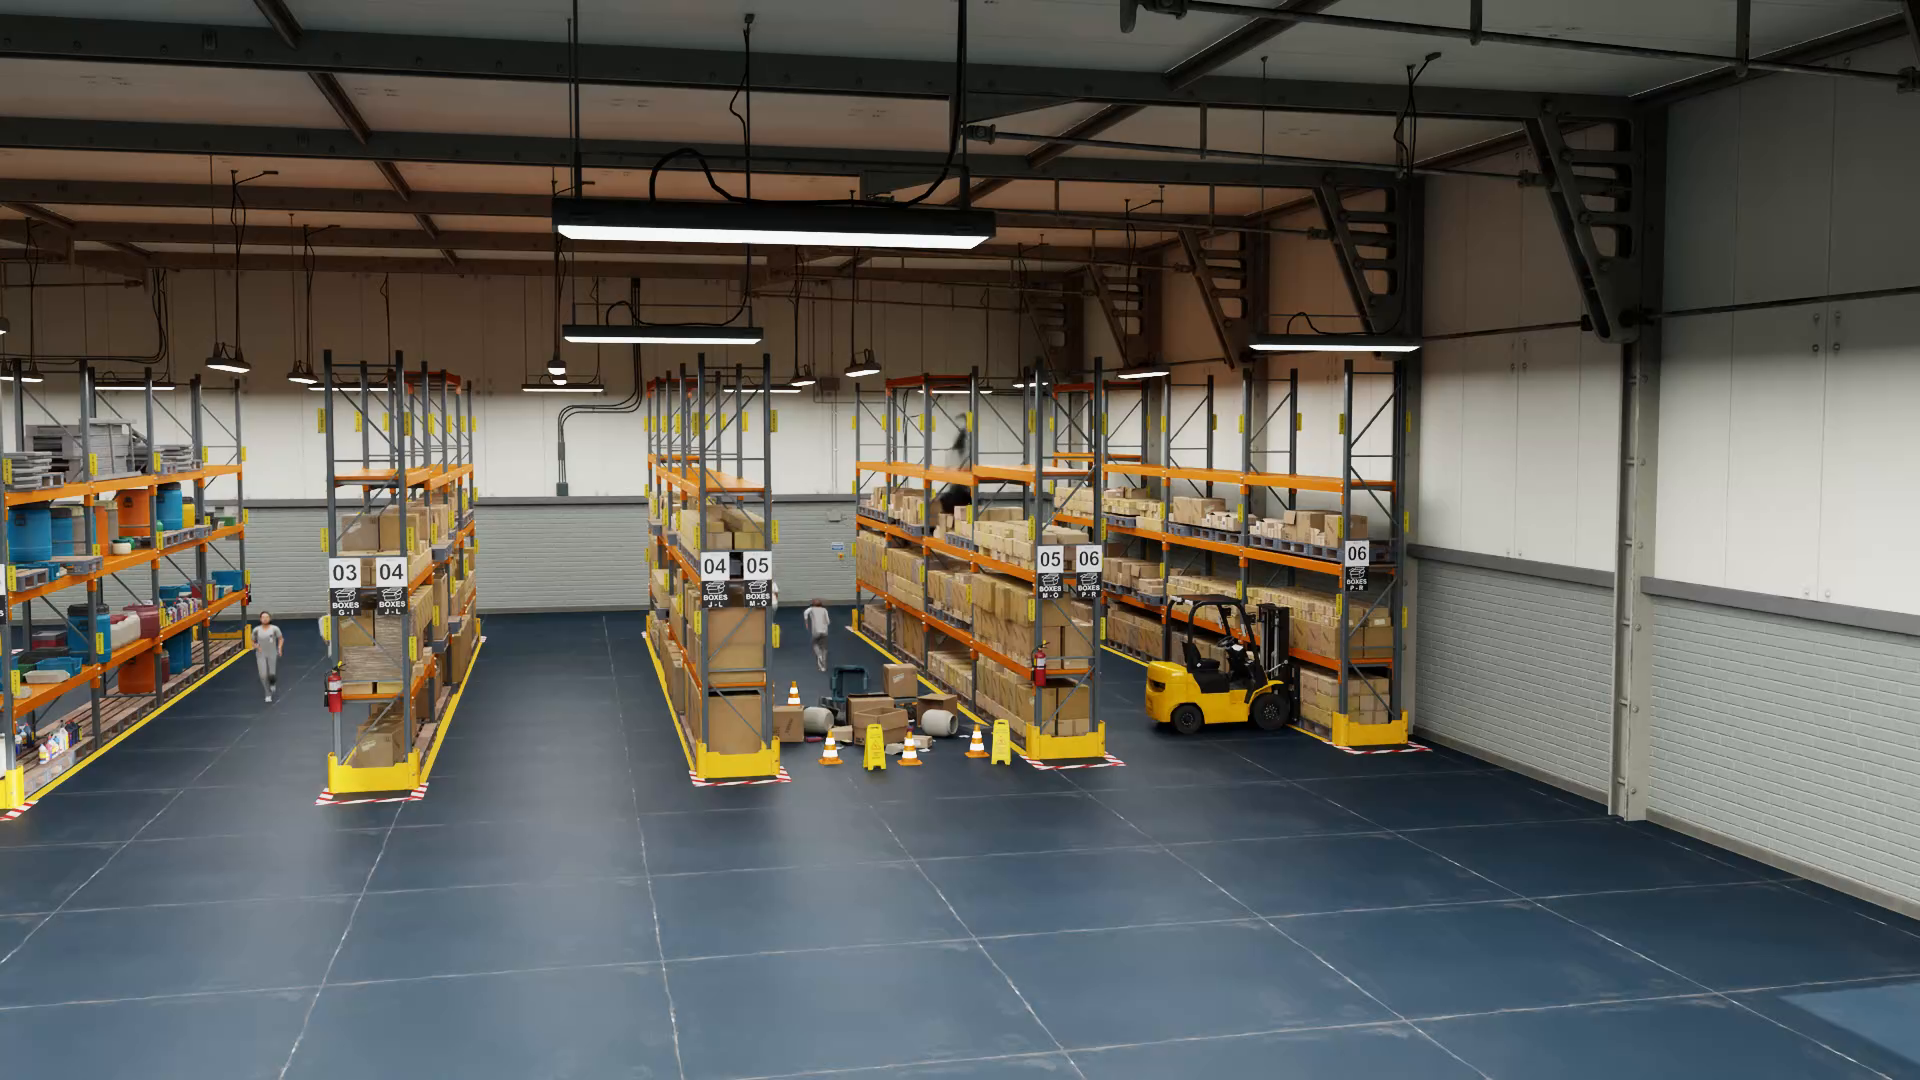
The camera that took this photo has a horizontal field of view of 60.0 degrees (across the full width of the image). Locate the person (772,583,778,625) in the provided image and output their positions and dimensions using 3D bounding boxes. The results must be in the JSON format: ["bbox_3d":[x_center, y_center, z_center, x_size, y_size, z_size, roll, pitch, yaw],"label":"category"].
[{"bbox_3d":[-4.424,1.554,38.339,0.572,1.612,0.759,-2,5,-29],"label":"person"}]

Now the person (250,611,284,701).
[{"bbox_3d":[-12.548,2.112,30.111,0.564,1.609,0.566,-1,4,-20],"label":"person"}]

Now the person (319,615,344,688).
[{"bbox_3d":[-11.463,2.044,30.818,0.752,1.740,1.055,-1,4,-17],"label":"person"}]

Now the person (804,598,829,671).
[{"bbox_3d":[-2.919,1.945,33.885,0.570,1.400,0.828,-1,4,-19],"label":"person"}]
